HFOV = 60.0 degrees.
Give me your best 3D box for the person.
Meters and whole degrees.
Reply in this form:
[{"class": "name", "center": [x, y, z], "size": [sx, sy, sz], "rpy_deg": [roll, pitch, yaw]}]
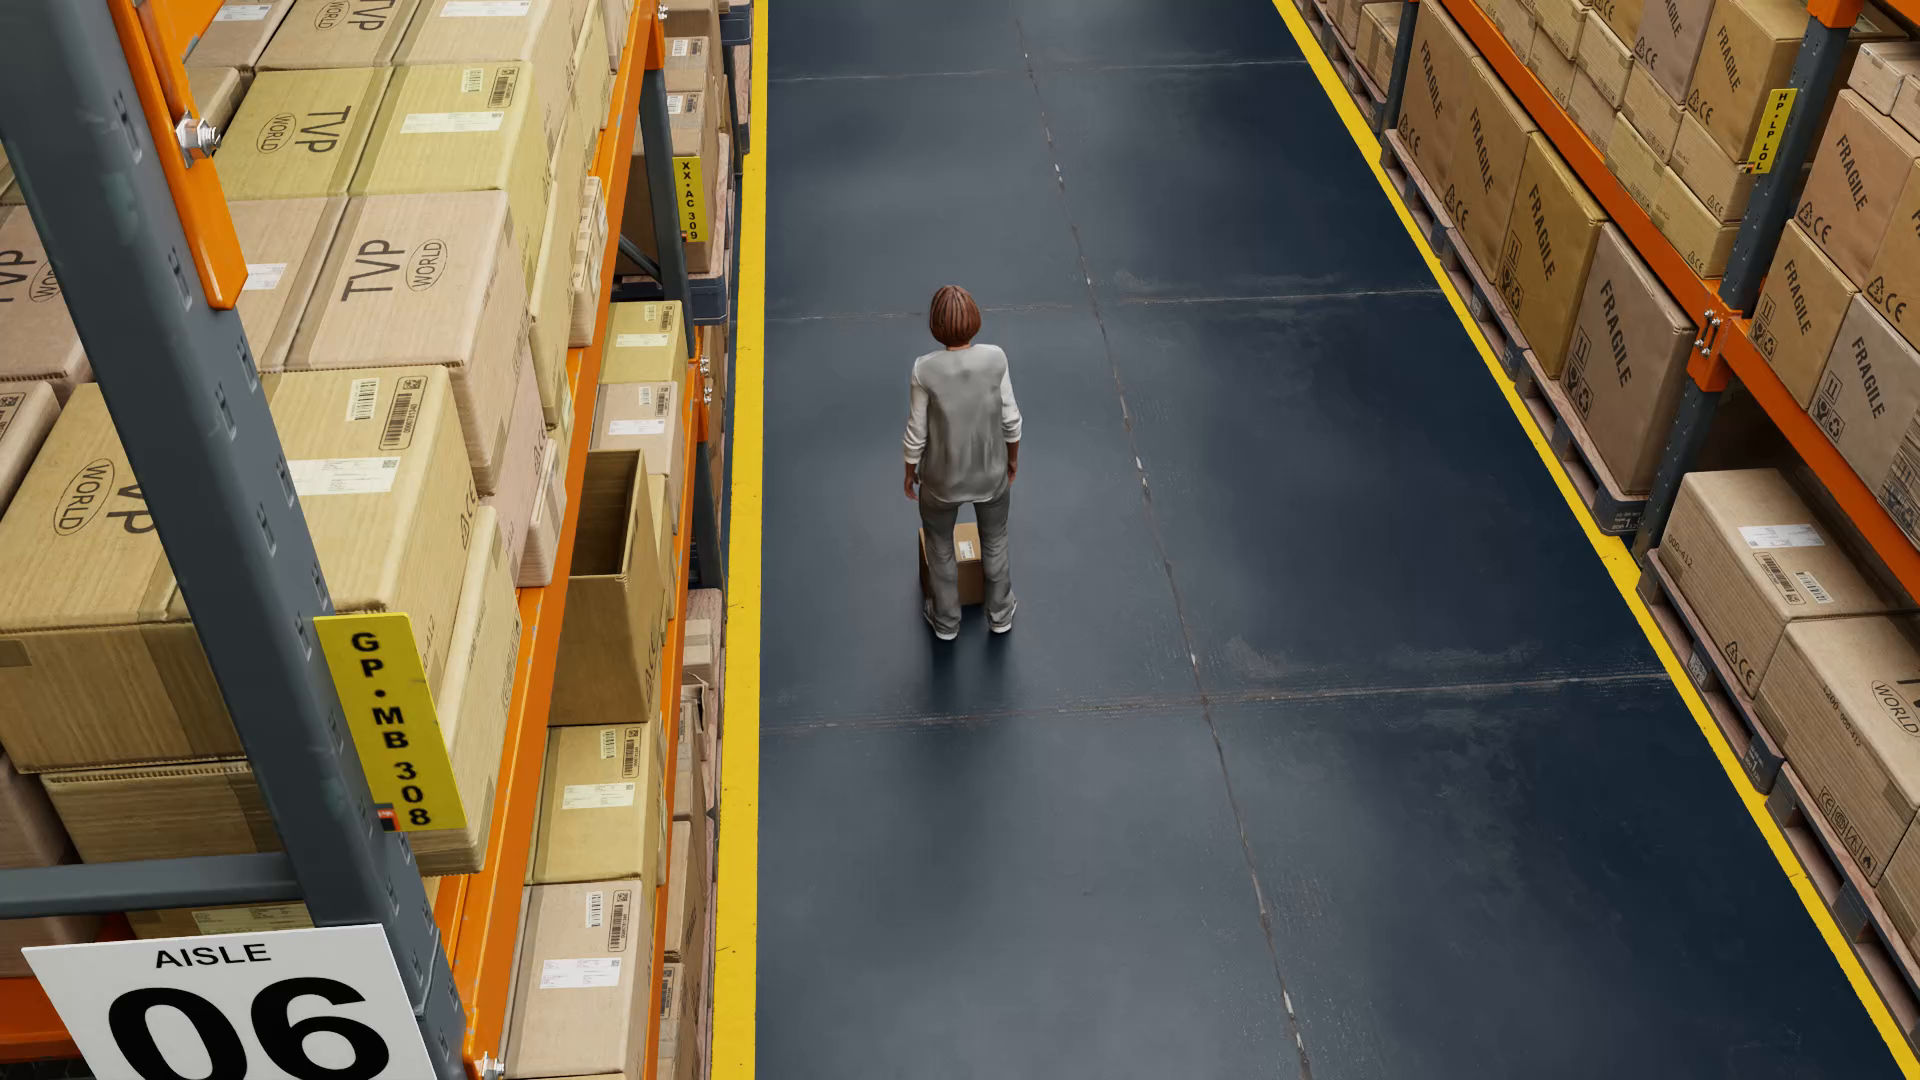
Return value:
[{"class": "person", "center": [0.015, -0.254, 6.479], "size": [0.485, 1.581, 0.347], "rpy_deg": [-7, 40, -9]}]
